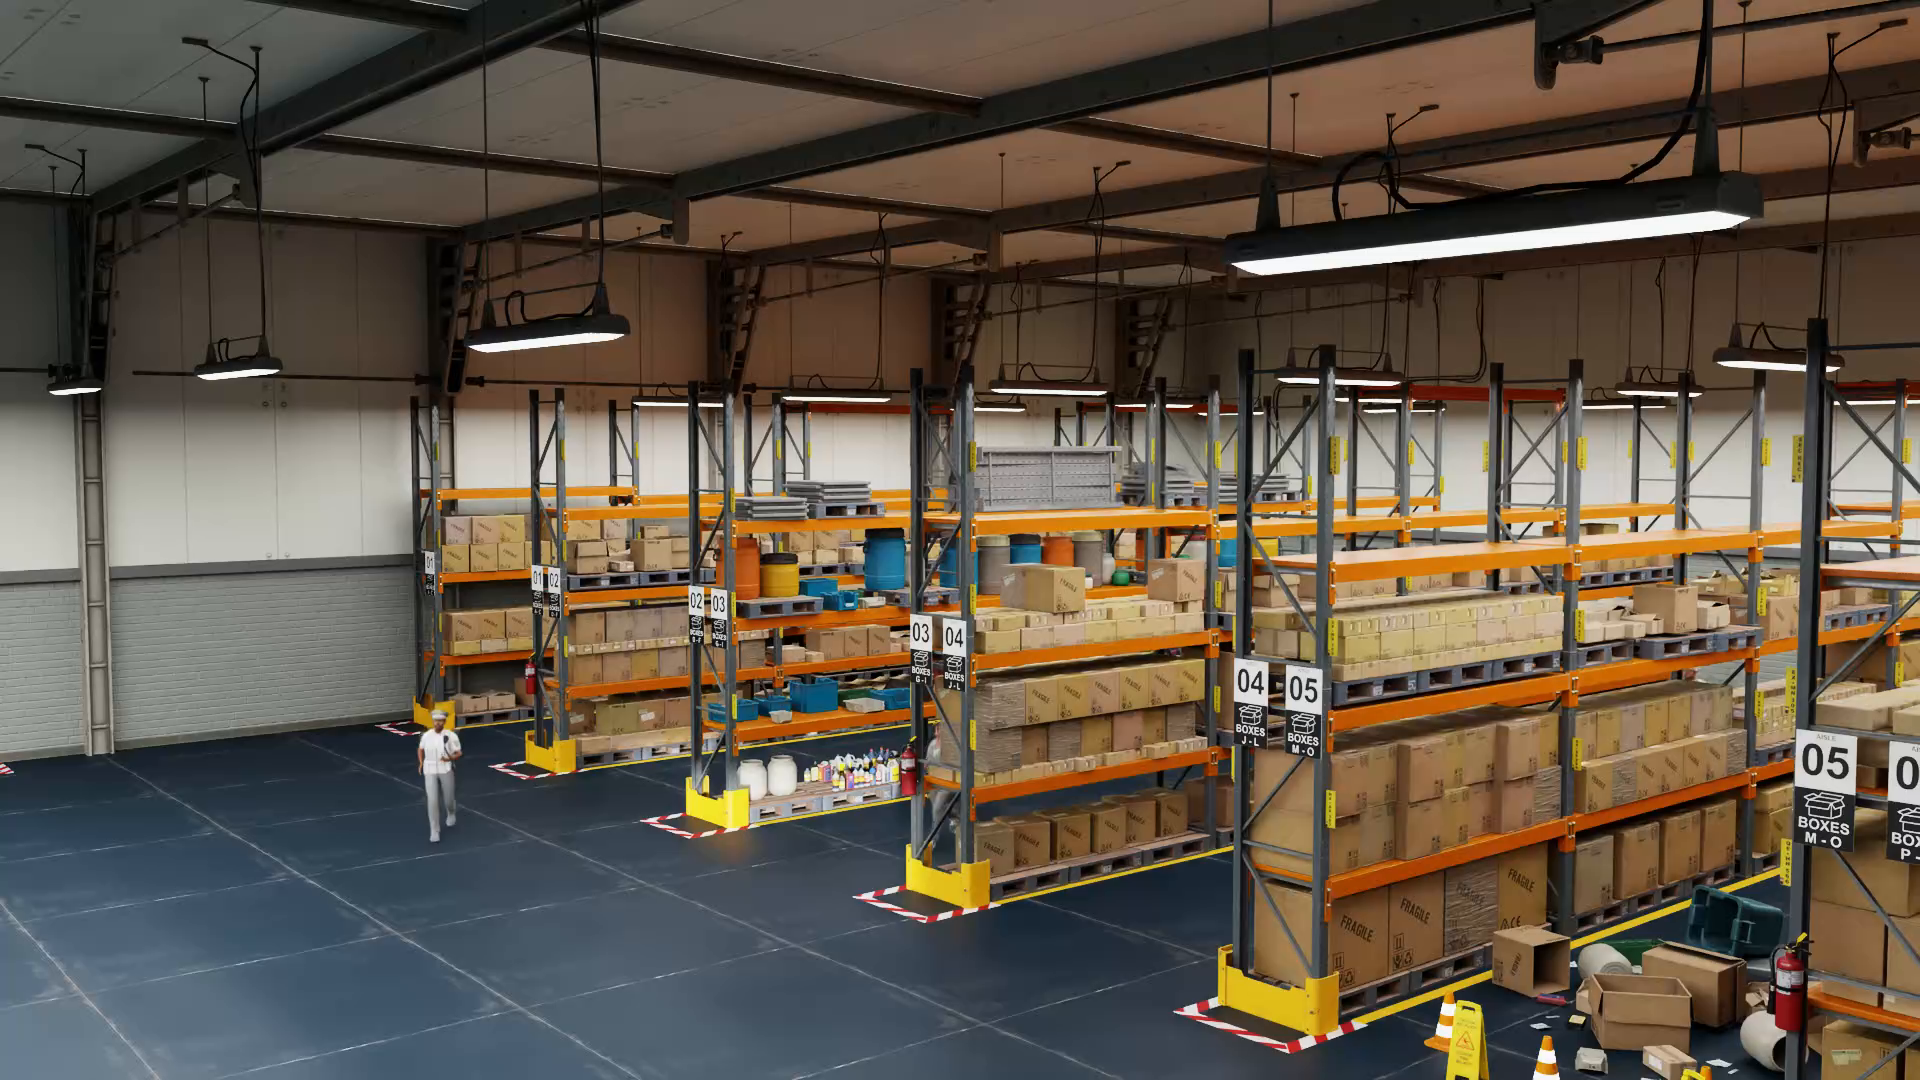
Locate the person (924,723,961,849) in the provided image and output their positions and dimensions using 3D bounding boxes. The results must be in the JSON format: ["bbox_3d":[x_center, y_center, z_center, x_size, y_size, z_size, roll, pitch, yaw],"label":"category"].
[{"bbox_3d":[-0.235,3.116,21.198,0.538,1.585,0.803,2,4,36],"label":"person"}]

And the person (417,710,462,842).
[{"bbox_3d":[-6.801,3.040,21.717,0.587,1.665,0.852,-1,3,-9],"label":"person"}]

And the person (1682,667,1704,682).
[{"bbox_3d":[11.556,2.767,26.248,0.619,1.723,0.644,-3,4,-41],"label":"person"}]
